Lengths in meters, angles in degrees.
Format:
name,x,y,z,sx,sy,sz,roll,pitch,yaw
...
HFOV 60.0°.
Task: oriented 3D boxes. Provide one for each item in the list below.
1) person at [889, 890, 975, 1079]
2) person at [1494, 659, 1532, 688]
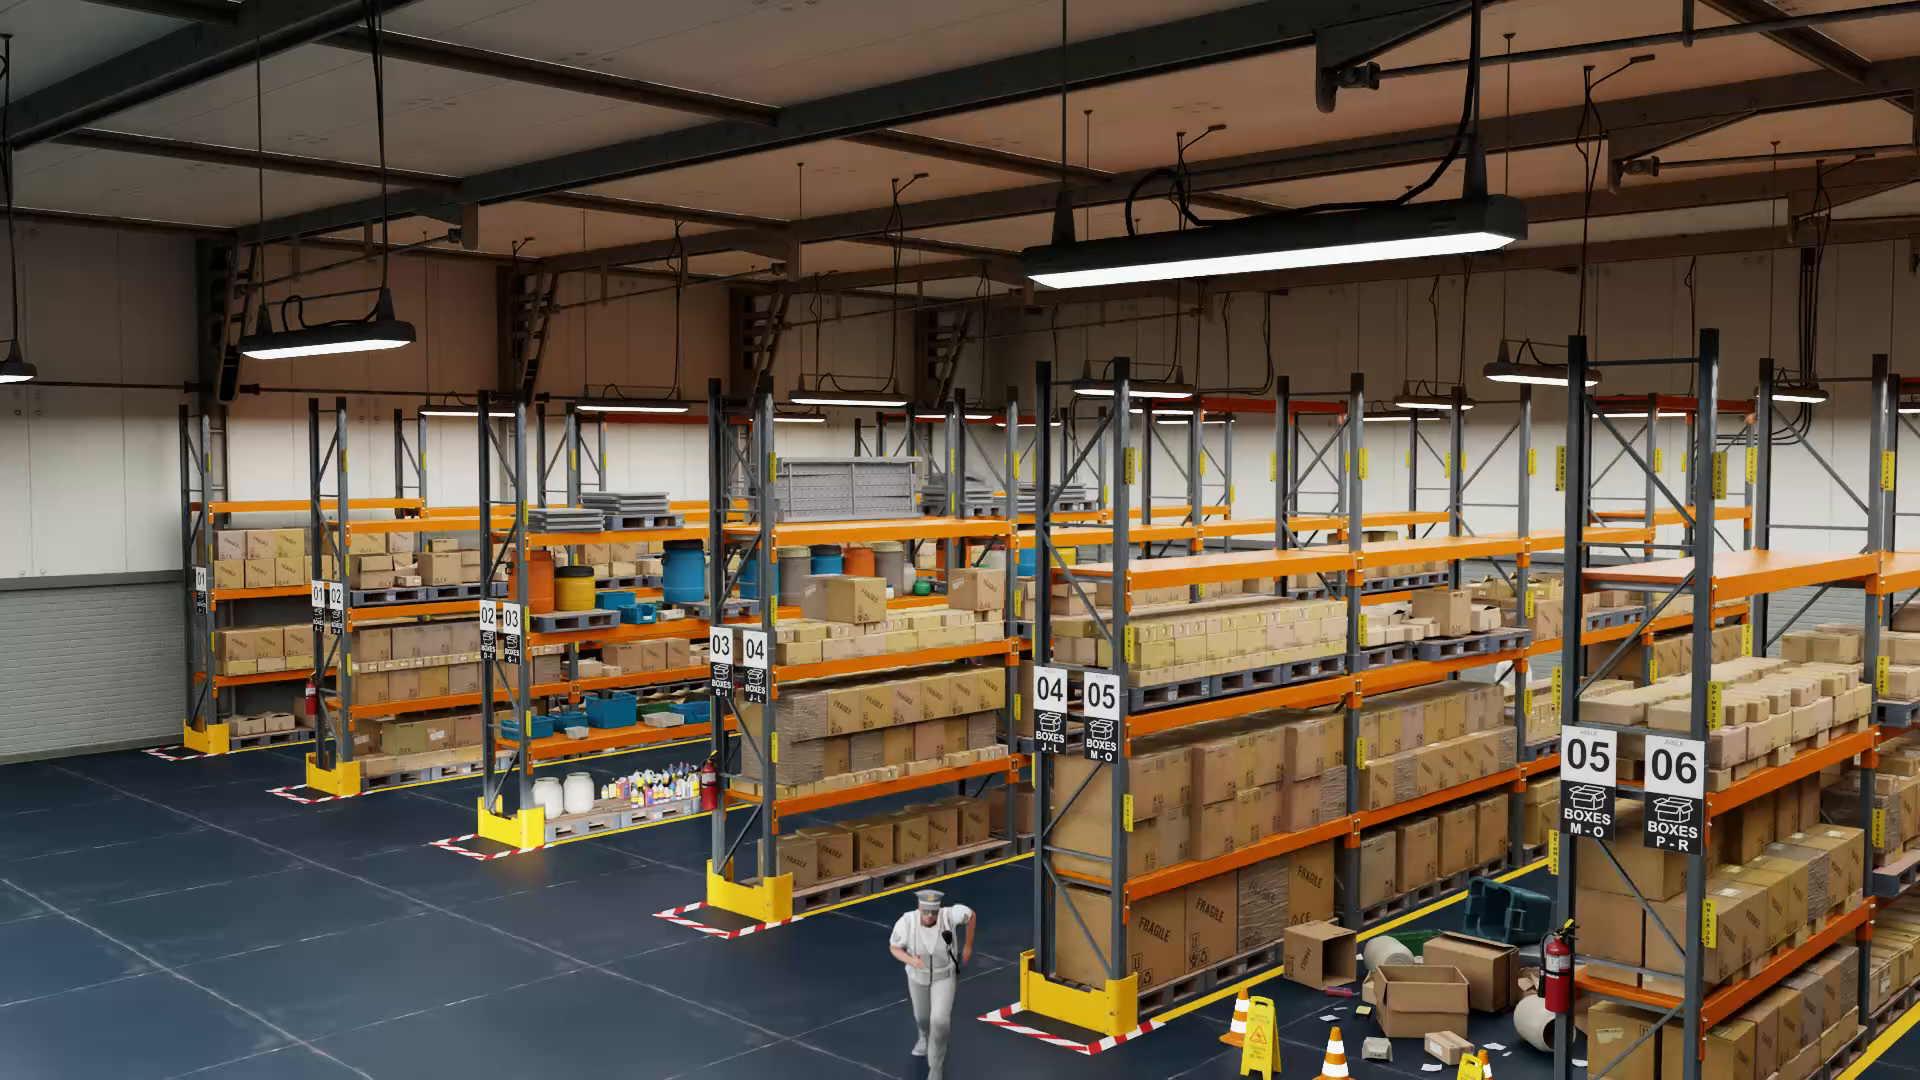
name,x,y,z,sx,sy,sz,roll,pitch,yaw
person,-0.224,3.651,13.767,0.705,1.711,1.021,0,3,0
person,9.878,2.756,29.703,0.717,1.782,0.753,0,3,5
